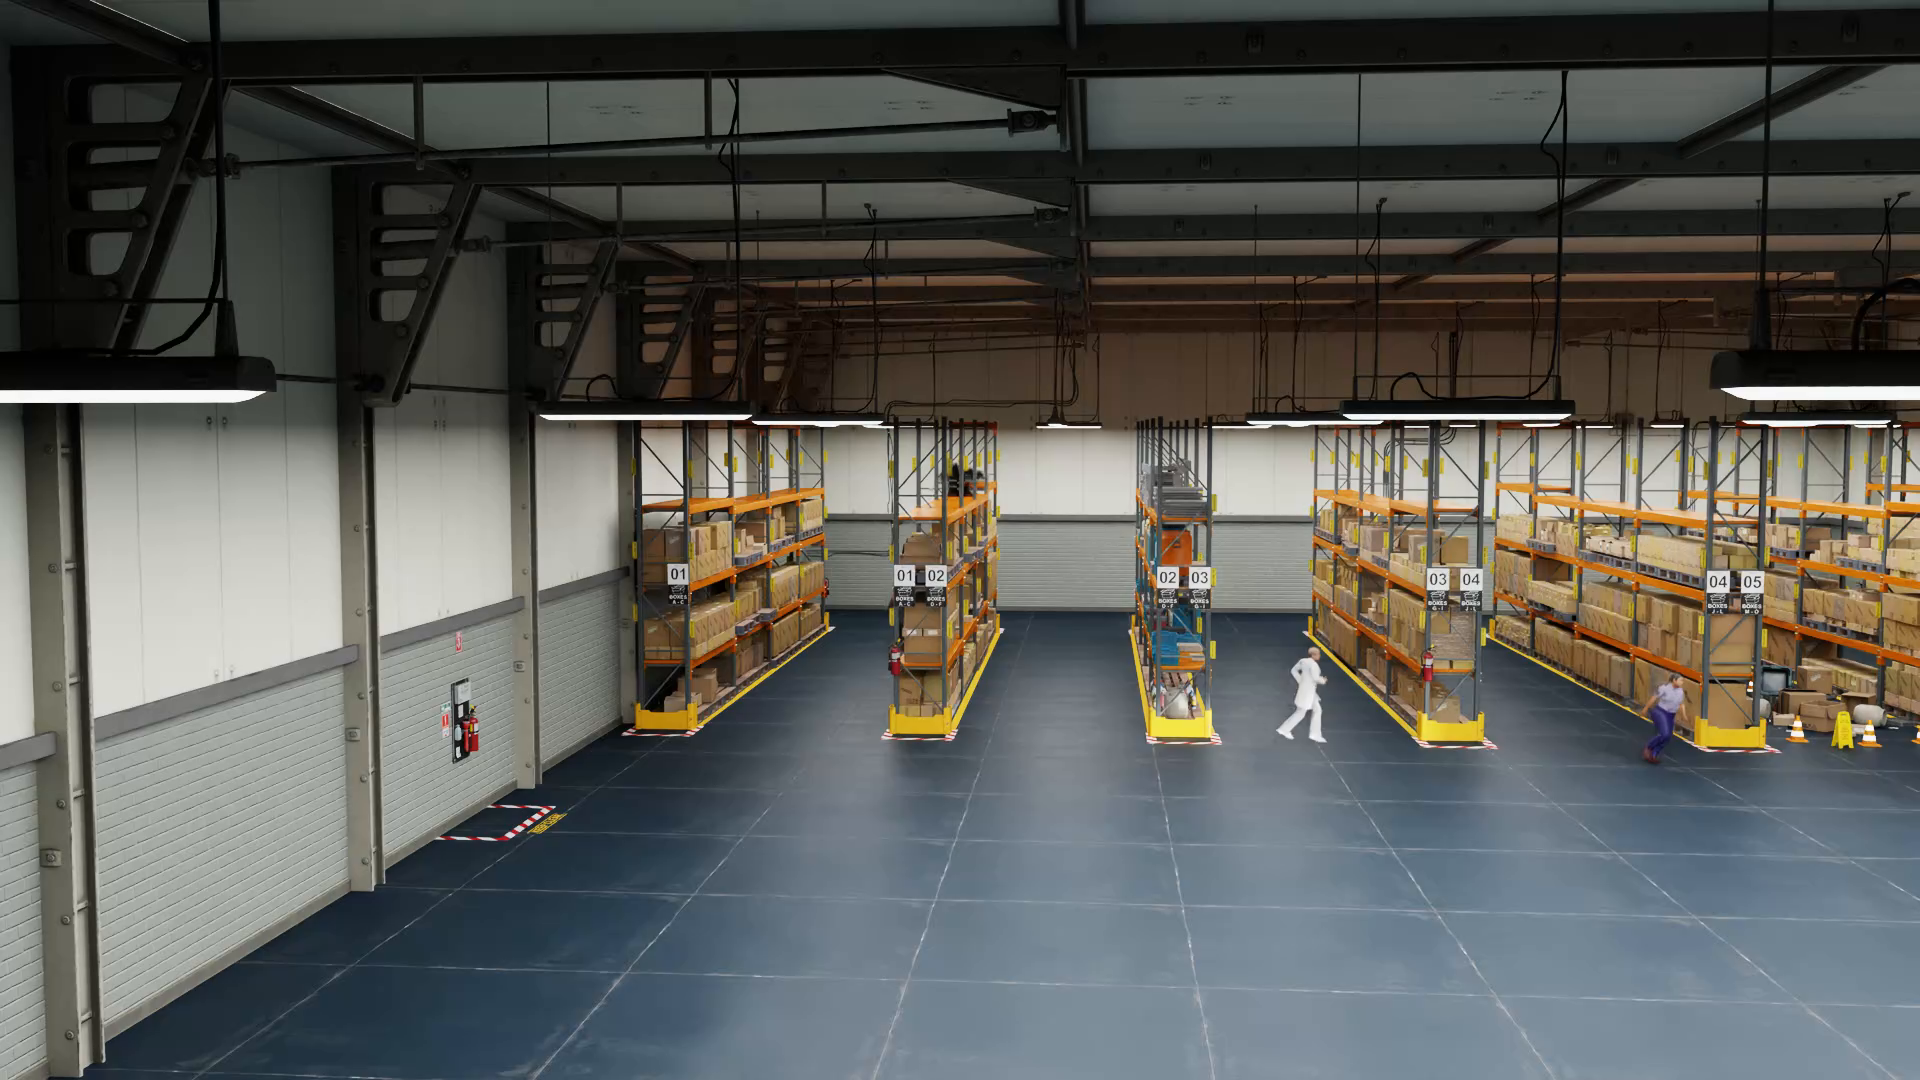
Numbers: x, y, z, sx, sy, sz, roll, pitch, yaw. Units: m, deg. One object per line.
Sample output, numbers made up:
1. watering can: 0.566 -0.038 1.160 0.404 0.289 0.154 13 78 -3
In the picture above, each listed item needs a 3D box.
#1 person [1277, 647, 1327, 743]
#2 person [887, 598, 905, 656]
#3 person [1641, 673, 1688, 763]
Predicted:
1. person: 6.291 2.853 30.524 0.901 1.769 0.646 0 4 5
2. person: -1.506 2.083 42.785 0.729 1.734 0.721 0 4 -7
3. person: 12.168 3.065 28.706 0.646 1.544 0.692 -2 4 -27
